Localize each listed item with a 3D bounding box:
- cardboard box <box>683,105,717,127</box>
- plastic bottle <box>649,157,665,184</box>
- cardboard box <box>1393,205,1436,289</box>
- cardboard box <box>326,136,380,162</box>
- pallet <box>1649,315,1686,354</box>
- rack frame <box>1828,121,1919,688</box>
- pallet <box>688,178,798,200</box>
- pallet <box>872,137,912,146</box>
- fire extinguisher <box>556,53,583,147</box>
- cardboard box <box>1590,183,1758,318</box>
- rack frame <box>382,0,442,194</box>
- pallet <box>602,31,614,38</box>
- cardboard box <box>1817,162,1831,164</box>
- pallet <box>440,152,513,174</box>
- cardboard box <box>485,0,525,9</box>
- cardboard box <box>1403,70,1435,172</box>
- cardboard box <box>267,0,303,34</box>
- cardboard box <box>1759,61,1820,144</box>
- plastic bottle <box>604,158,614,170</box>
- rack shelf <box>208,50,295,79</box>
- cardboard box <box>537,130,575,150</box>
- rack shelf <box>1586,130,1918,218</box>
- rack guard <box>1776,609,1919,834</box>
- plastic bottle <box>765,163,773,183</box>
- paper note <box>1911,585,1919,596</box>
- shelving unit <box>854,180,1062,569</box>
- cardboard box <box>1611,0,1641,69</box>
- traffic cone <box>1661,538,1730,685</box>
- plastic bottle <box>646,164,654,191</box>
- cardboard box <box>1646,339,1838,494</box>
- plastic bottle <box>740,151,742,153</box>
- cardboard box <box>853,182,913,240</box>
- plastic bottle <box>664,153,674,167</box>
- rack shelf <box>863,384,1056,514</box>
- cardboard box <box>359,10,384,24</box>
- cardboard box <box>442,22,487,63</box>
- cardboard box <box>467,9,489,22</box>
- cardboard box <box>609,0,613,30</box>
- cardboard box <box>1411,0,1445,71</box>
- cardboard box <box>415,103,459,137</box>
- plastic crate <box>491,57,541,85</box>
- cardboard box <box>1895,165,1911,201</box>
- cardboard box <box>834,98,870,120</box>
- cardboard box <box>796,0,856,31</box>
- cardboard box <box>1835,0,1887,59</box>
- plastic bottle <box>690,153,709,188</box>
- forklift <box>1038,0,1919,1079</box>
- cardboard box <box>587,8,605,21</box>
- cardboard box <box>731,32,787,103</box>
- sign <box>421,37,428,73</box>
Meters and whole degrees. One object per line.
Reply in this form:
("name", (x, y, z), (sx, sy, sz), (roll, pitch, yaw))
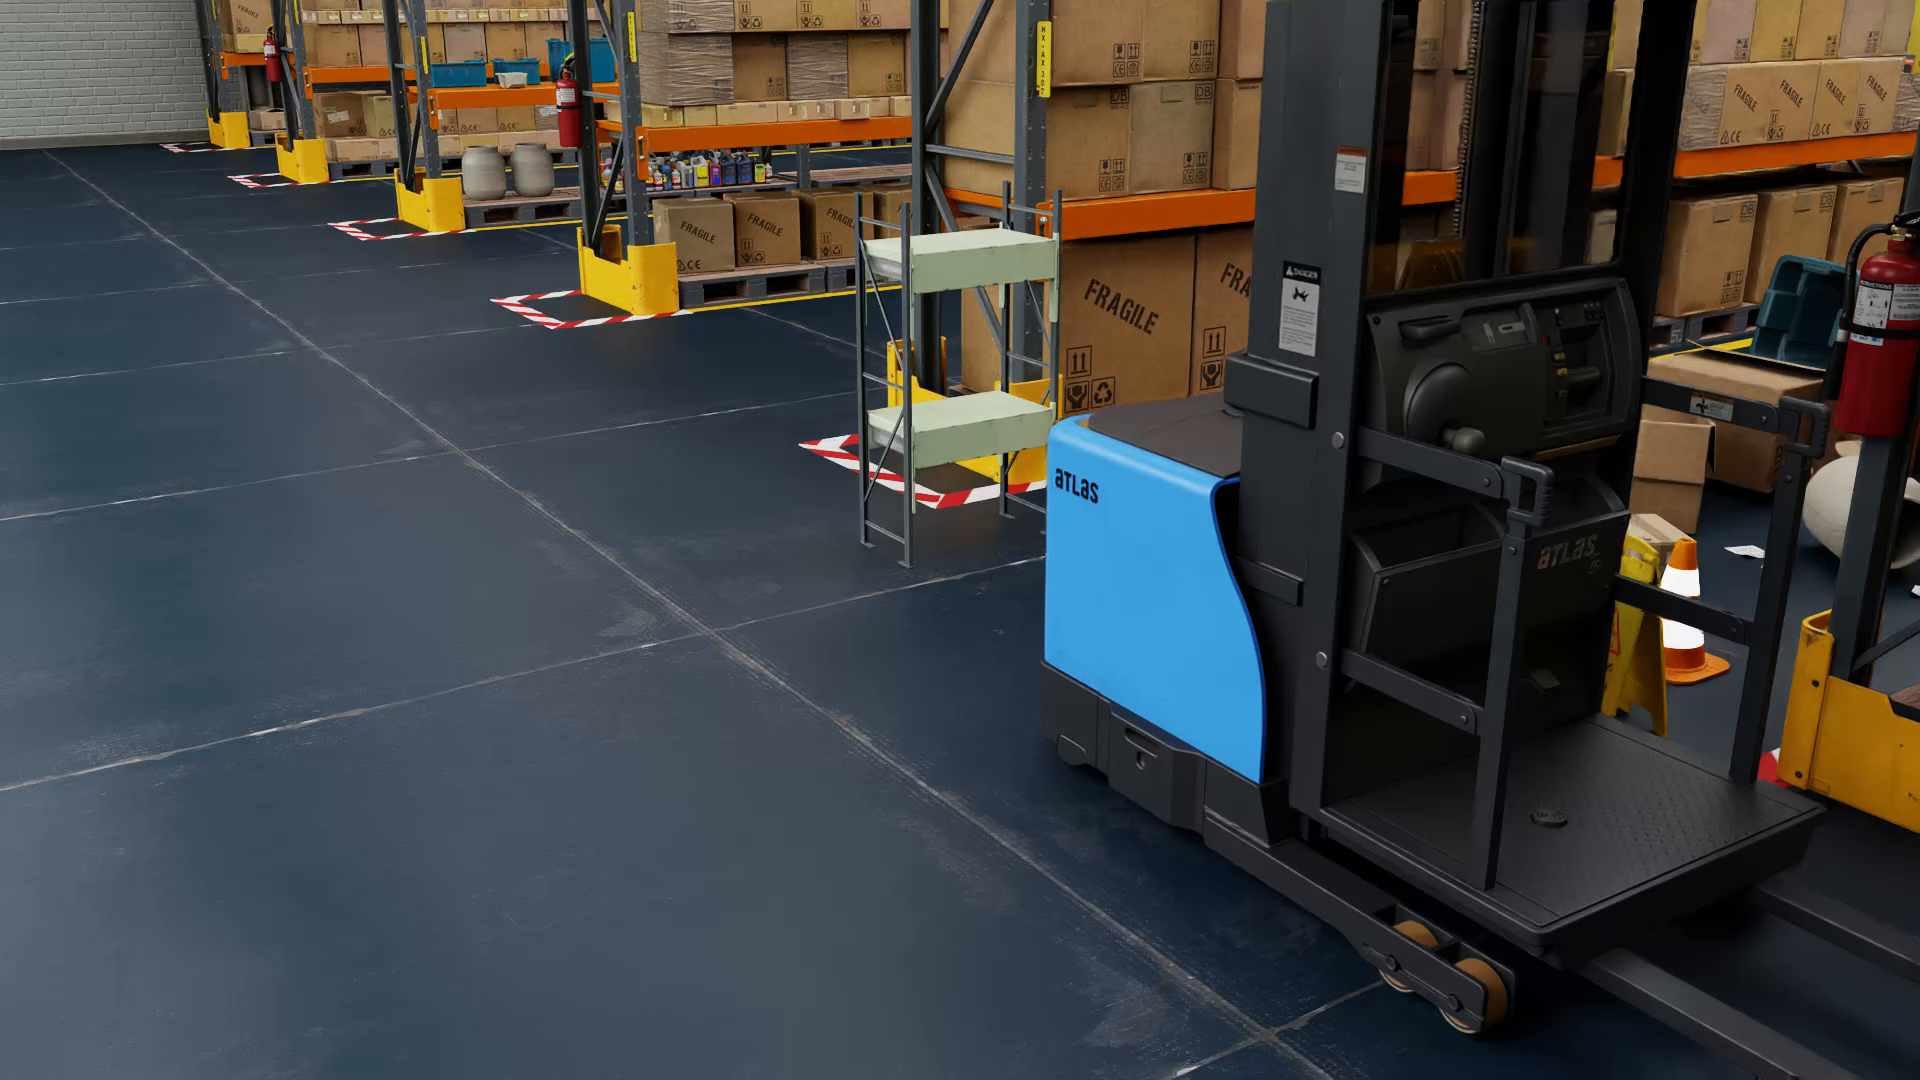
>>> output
("cardboard box", (-1.978, -3.118, 12.176), (0.250, 0.149, 0.380), (-12, 22, -31))
("plastic bottle", (-3.262, -3.984, 17.913), (0.135, 0.276, 0.152), (-12, 22, -31))
("cardboard box", (2.103, -1.512, 9.696), (0.875, 0.875, 0.875), (-12, 22, -31))
("cardboard box", (-7.441, -4.793, 20.377), (0.500, 0.250, 0.500), (-12, 22, -31))
("pallet", (4.021, -1.407, 11.076), (1.213, 0.211, 1.003), (-12, 22, -31))
("rack frame", (2.884, -0.561, 4.220), (0.127, 3.000, 1.000), (-12, 22, -31))
("pallet", (-2.534, -3.813, 18.193), (1.213, 0.211, 1.003), (-12, 22, -31))
("pallet", (-0.686, -6.071, 24.874), (1.213, 0.211, 1.003), (-12, 22, -31))
("fire extinguisher", (-2.916, -3.278, 12.378), (0.183, 0.674, 0.296), (-12, 22, -31))
("cardboard box", (4.694, -2.007, 11.355), (0.750, 0.750, 1.050), (-12, 22, -31))
("rack frame", (-5.291, -4.536, 15.979), (0.127, 3.000, 1.000), (-12, 22, -31))
("pallet", (-5.689, -8.145, 26.953), (1.213, 0.211, 1.003), (-12, 22, -31))
("cardboard box", (10.306, -5.088, 20.273), (0.875, 0.875, 0.875), (-12, 22, -31))
("pallet", (-6.378, -4.900, 21.410), (1.213, 0.211, 1.003), (-12, 22, -31))
("cardboard box", (-5.878, -6.971, 21.000), (0.500, 0.500, 0.700), (-12, 22, -31))
("cardboard box", (2.154, -2.408, 9.449), (0.550, 0.550, 0.875), (-12, 22, -31))
("cardboard box", (-9.757, -7.568, 23.979), (0.500, 0.500, 0.500), (-12, 22, -31))
("cardboard box", (5.269, -2.905, 10.999), (0.500, 0.500, 0.500), (-12, 22, -31))
("plastic bottle", (-3.713, -3.907, 17.673), (0.133, 0.283, 0.061), (-12, 22, -31))
("rack shelf", (-9.069, -7.198, 24.975), (4.000, 0.370, 1.077), (-12, 22, -31))
("cardboard box", (-5.361, -5.237, 21.690), (0.500, 0.250, 0.500), (-12, 22, -31))
("rack shelf", (5.088, -2.583, 11.325), (4.000, 0.370, 1.077), (-12, 22, -31))
("rack guard", (2.947, 0.610, 4.660), (0.348, 0.500, 1.175), (-12, 22, -31))
("plastic bottle", (-2.081, -3.976, 18.005), (0.097, 0.201, 0.097), (0, 19, 0))
("paper note", (3.855, 0.206, 6.589), (0.142, 0.019, 0.148), (13, 23, 34))
("shelving unit", (-0.006, -0.709, 7.001), (0.755, 1.500, 0.431), (-12, 22, -31))
("cardboard box", (3.829, -3.182, 10.255), (0.500, 0.500, 0.700), (-12, 22, -32))
("traffic cone", (2.533, 0.220, 5.871), (0.334, 0.463, 0.336), (-12, 22, -31))
("plastic bottle", (-3.235, -3.766, 17.275), (0.097, 0.271, 0.097), (0, 19, 0))
("cardboard box", (3.735, -0.596, 8.010), (0.503, 0.637, 0.797), (-12, 22, -31))
("plastic bottle", (-2.457, -4.218, 18.611), (0.097, 0.271, 0.097), (0, 19, 0))
("cardboard box", (-0.531, -2.638, 13.611), (0.500, 0.500, 0.500), (-14, 23, -36))
("plastic bottle", (-3.171, -4.080, 18.184), (0.133, 0.283, 0.061), (-11, 21, -29))
("rack shelf", (-0.006, -0.400, 7.106), (0.720, 0.370, 0.431), (-12, 22, -31))
("cardboard box", (-7.137, -6.319, 20.083), (0.250, 0.149, 0.380), (-12, 22, -31))
("cardboard box", (-6.323, -6.261, 20.926), (0.500, 0.500, 0.700), (-11, 22, -30))
("cardboard box", (-6.062, -6.545, 20.752), (0.250, 0.149, 0.380), (-11, 22, -30))
("cardboard box", (-5.473, -8.540, 26.980), (0.500, 0.500, 0.700), (-12, 22, -31))
("cardboard box", (2.169, -2.912, 9.255), (0.550, 0.550, 0.875), (-12, 22, -31))
("cardboard box", (-6.614, -5.329, 20.789), (0.500, 0.500, 0.500), (-12, 22, -31))
("plastic crate", (-4.492, -4.747, 16.834), (0.408, 0.251, 0.499), (-12, 22, -31))
("cardboard box", (7.467, -2.703, 12.632), (0.500, 0.250, 0.500), (-13, 23, -34))
("cardboard box", (-0.891, -3.317, 12.765), (0.250, 0.149, 0.380), (-12, 22, -31))
("cardboard box", (-1.119, -4.072, 12.424), (0.500, 0.500, 0.500), (-12, 22, -31))
("cardboard box", (5.956, -3.631, 11.585), (0.500, 0.500, 0.700), (-12, 22, -32))
("plastic bottle", (-2.759, -3.913, 17.585), (0.185, 0.351, 0.144), (-12, 22, -32))
("forklift", (1.460, -0.416, 3.900), (1.130, 2.935, 3.031), (-11, 22, -31))
("cardboard box", (-4.780, -6.816, 21.553), (0.250, 0.149, 0.380), (-12, 22, -31))
("cardboard box", (-1.740, -3.609, 12.617), (0.500, 0.500, 0.875), (-12, 22, -31))
("sign", (-4.992, -4.520, 15.497), (0.005, 0.325, 0.100), (-12, 22, -31))
